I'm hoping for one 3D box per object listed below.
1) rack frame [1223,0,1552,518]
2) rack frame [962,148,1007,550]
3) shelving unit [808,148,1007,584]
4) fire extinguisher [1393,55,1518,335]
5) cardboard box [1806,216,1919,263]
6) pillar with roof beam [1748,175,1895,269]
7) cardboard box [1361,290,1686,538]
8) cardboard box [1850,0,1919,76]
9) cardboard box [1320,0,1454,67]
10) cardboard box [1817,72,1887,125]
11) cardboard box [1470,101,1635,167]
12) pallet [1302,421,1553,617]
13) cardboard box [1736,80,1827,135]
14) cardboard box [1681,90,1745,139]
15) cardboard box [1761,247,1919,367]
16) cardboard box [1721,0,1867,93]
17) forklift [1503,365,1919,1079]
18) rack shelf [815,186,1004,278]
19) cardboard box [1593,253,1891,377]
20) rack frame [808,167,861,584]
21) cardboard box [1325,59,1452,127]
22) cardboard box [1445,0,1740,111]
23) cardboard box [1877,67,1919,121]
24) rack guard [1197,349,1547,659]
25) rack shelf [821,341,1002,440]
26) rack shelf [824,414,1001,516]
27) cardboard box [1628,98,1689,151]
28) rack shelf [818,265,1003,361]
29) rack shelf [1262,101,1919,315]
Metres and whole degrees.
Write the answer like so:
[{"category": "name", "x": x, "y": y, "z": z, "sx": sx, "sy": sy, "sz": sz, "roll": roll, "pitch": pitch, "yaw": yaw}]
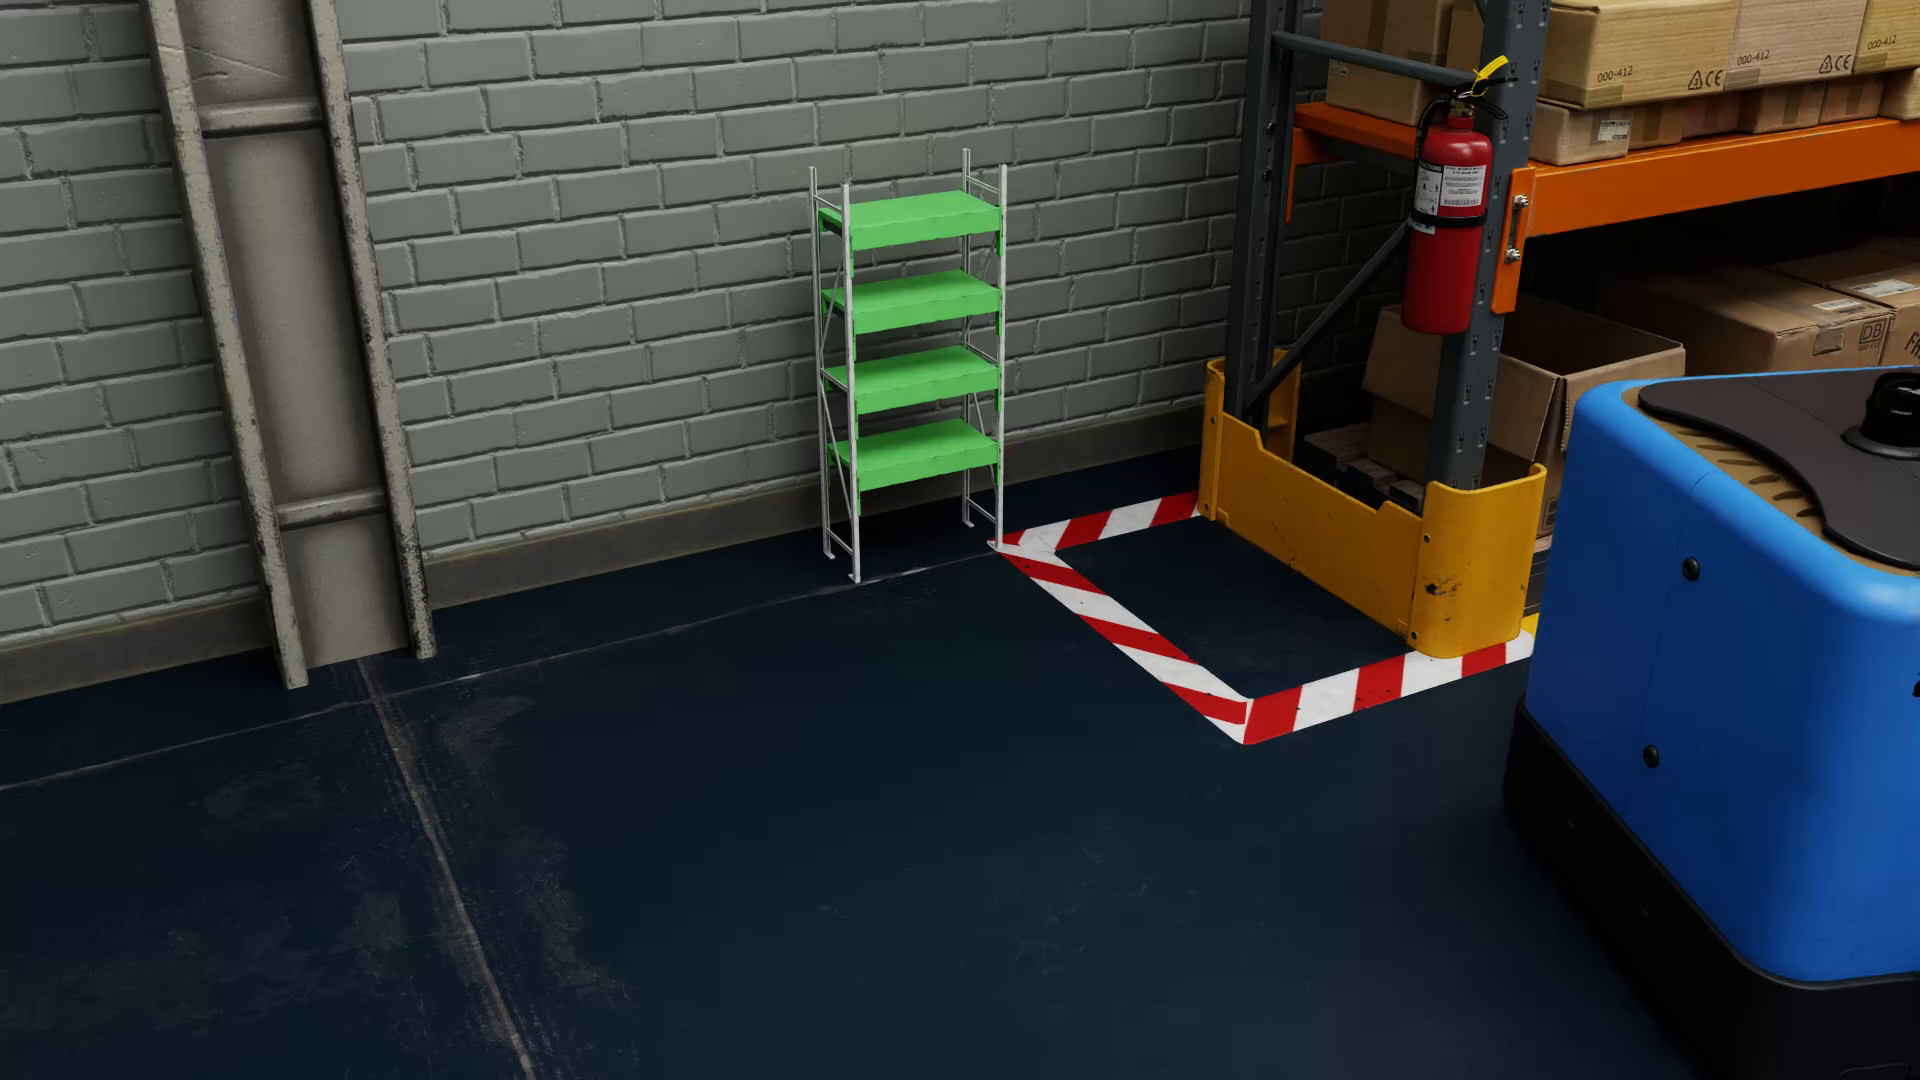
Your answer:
[{"category": "rack frame", "x": 1.115, "y": -1.258, "z": 4.404, "sx": 0.127, "sy": 3.000, "sz": 1.000, "roll": -13, "pitch": 29, "yaw": -25}, {"category": "rack frame", "x": 0.069, "y": -0.557, "z": 5.023, "sx": 0.015, "sy": 1.200, "sz": 0.240, "roll": -13, "pitch": 29, "yaw": -25}, {"category": "shelving unit", "x": -0.146, "y": -0.507, "z": 4.920, "sx": 0.503, "sy": 1.200, "sz": 0.258, "roll": -13, "pitch": 29, "yaw": -25}, {"category": "fire extinguisher", "x": 1.202, "y": -0.848, "z": 4.071, "sx": 0.183, "sy": 0.674, "sz": 0.296, "roll": -13, "pitch": 29, "yaw": -25}, {"category": "cardboard box", "x": 3.388, "y": -0.779, "z": 5.810, "sx": 0.500, "sy": 0.500, "sz": 0.700, "roll": -14, "pitch": 29, "yaw": -27}, {"category": "pillar with roof beam", "x": 5.631, "y": -3.335, "z": 1.800, "sx": 0.400, "sy": 9.000, "sz": 9.100, "roll": -13, "pitch": 29, "yaw": -25}, {"category": "cardboard box", "x": 1.699, "y": -0.410, "z": 5.037, "sx": 0.637, "sy": 0.503, "sz": 0.797, "roll": -14, "pitch": 29, "yaw": -27}, {"category": "cardboard box", "x": 2.532, "y": -1.521, "z": 4.782, "sx": 0.500, "sy": 0.250, "sz": 0.500, "roll": -14, "pitch": 29, "yaw": -26}, {"category": "cardboard box", "x": 1.396, "y": -1.519, "z": 4.778, "sx": 0.500, "sy": 0.250, "sz": 0.500, "roll": -12, "pitch": 28, "yaw": -24}, {"category": "cardboard box", "x": 2.436, "y": -1.327, "z": 4.839, "sx": 0.250, "sy": 0.149, "sz": 0.380, "roll": -13, "pitch": 28, "yaw": -24}, {"category": "cardboard box", "x": 1.534, "y": -1.107, "z": 4.380, "sx": 0.250, "sy": 0.149, "sz": 0.380, "roll": -13, "pitch": 29, "yaw": -25}, {"category": "pallet", "x": 1.885, "y": -0.179, "z": 5.379, "sx": 1.213, "sy": 0.211, "sz": 1.003, "roll": -13, "pitch": 29, "yaw": -25}, {"category": "cardboard box", "x": 2.204, "y": -1.271, "z": 4.722, "sx": 0.250, "sy": 0.149, "sz": 0.380, "roll": -12, "pitch": 28, "yaw": -23}, {"category": "cardboard box", "x": 1.952, "y": -1.243, "z": 4.663, "sx": 0.250, "sy": 0.149, "sz": 0.380, "roll": -13, "pitch": 29, "yaw": -26}, {"category": "cardboard box", "x": 2.985, "y": -0.637, "z": 5.515, "sx": 0.500, "sy": 0.500, "sz": 0.500, "roll": -12, "pitch": 28, "yaw": -24}, {"category": "cardboard box", "x": 2.087, "y": -1.416, "z": 4.564, "sx": 0.500, "sy": 0.250, "sz": 0.500, "roll": -13, "pitch": 28, "yaw": -25}, {"category": "forklift", "x": 2.820, "y": -0.575, "z": 3.061, "sx": 3.031, "sy": 2.935, "sz": 1.130, "roll": -4, "pitch": 26, "yaw": -8}, {"category": "rack shelf", "x": -0.146, "y": -0.882, "z": 4.740, "sx": 0.480, "sy": 0.148, "sz": 0.258, "roll": -13, "pitch": 29, "yaw": -25}, {"category": "cardboard box", "x": 2.472, "y": -0.568, "z": 5.370, "sx": 0.500, "sy": 0.500, "sz": 0.700, "roll": -12, "pitch": 28, "yaw": -23}, {"category": "rack frame", "x": -0.361, "y": -0.457, "z": 4.817, "sx": 0.015, "sy": 1.200, "sz": 0.240, "roll": -13, "pitch": 29, "yaw": -25}, {"category": "cardboard box", "x": 1.281, "y": -1.314, "z": 4.812, "sx": 0.250, "sy": 0.149, "sz": 0.380, "roll": -13, "pitch": 29, "yaw": -26}, {"category": "cardboard box", "x": 1.642, "y": -1.314, "z": 4.350, "sx": 0.500, "sy": 0.250, "sz": 0.500, "roll": -13, "pitch": 28, "yaw": -25}, {"category": "cardboard box", "x": 2.694, "y": -1.350, "z": 4.886, "sx": 0.250, "sy": 0.149, "sz": 0.380, "roll": -14, "pitch": 29, "yaw": -27}, {"category": "rack guard", "x": 1.182, "y": -0.146, "z": 4.977, "sx": 0.348, "sy": 0.500, "sz": 1.175, "roll": -13, "pitch": 29, "yaw": -25}, {"category": "rack shelf", "x": -0.146, "y": -0.450, "z": 4.948, "sx": 0.480, "sy": 0.148, "sz": 0.258, "roll": -13, "pitch": 29, "yaw": -25}, {"category": "rack shelf", "x": -0.146, "y": -0.233, "z": 5.052, "sx": 0.480, "sy": 0.148, "sz": 0.258, "roll": -13, "pitch": 29, "yaw": -25}, {"category": "cardboard box", "x": 1.737, "y": -1.176, "z": 4.524, "sx": 0.250, "sy": 0.149, "sz": 0.380, "roll": -12, "pitch": 28, "yaw": -24}, {"category": "rack shelf", "x": -0.146, "y": -0.666, "z": 4.844, "sx": 0.480, "sy": 0.148, "sz": 0.258, "roll": -13, "pitch": 29, "yaw": -25}, {"category": "rack shelf", "x": 2.879, "y": -1.341, "z": 5.408, "sx": 4.000, "sy": 0.370, "sz": 1.077, "roll": -13, "pitch": 29, "yaw": -25}]
